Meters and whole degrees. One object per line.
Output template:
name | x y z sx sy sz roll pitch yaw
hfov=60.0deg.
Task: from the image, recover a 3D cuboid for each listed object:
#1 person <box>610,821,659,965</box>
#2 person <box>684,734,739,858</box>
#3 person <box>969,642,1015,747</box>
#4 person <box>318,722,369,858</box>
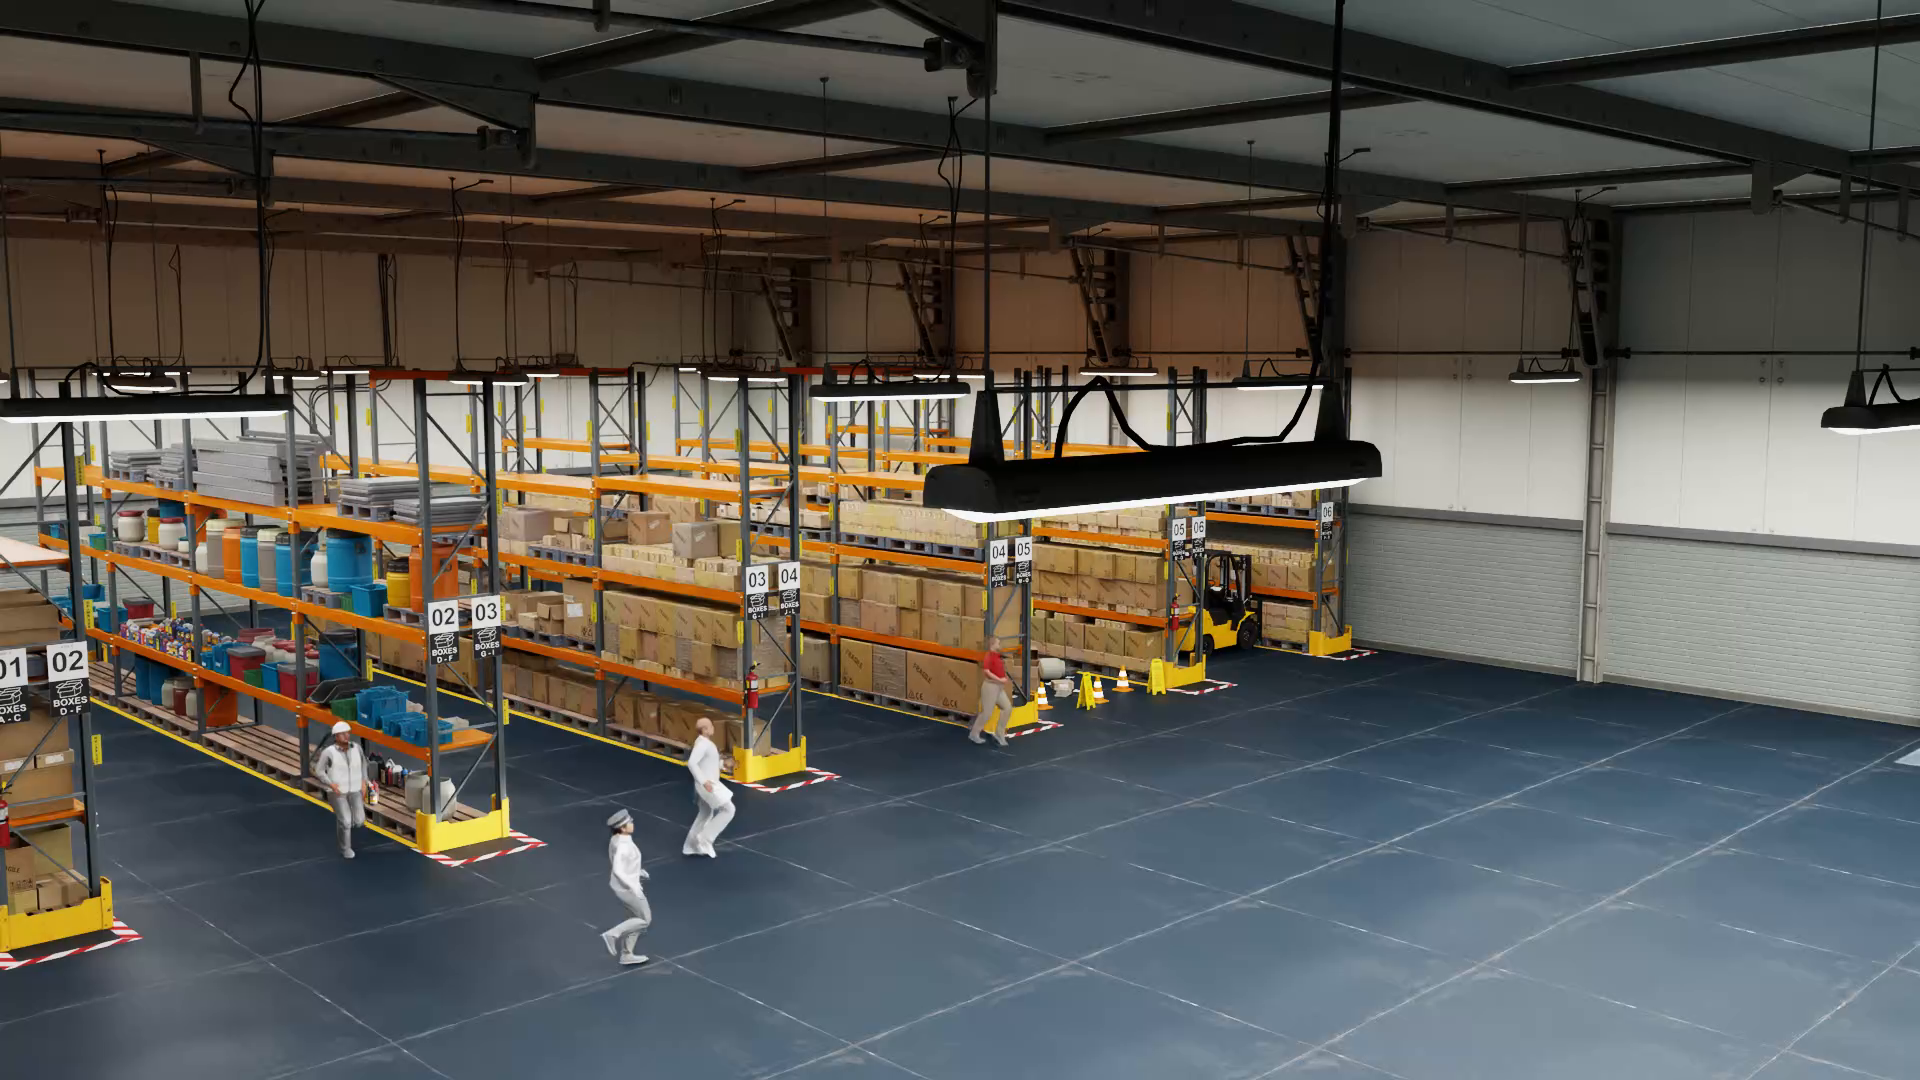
person | -3.384 3.607 17.219 0.541 1.588 0.624 -3 7 -23
person | -3.134 3.223 20.880 0.686 1.559 0.678 -2 7 -19
person | 0.577 2.494 26.955 0.738 1.699 0.691 2 7 18
person | -7.702 3.133 20.878 0.669 1.719 0.605 -6 9 -43
